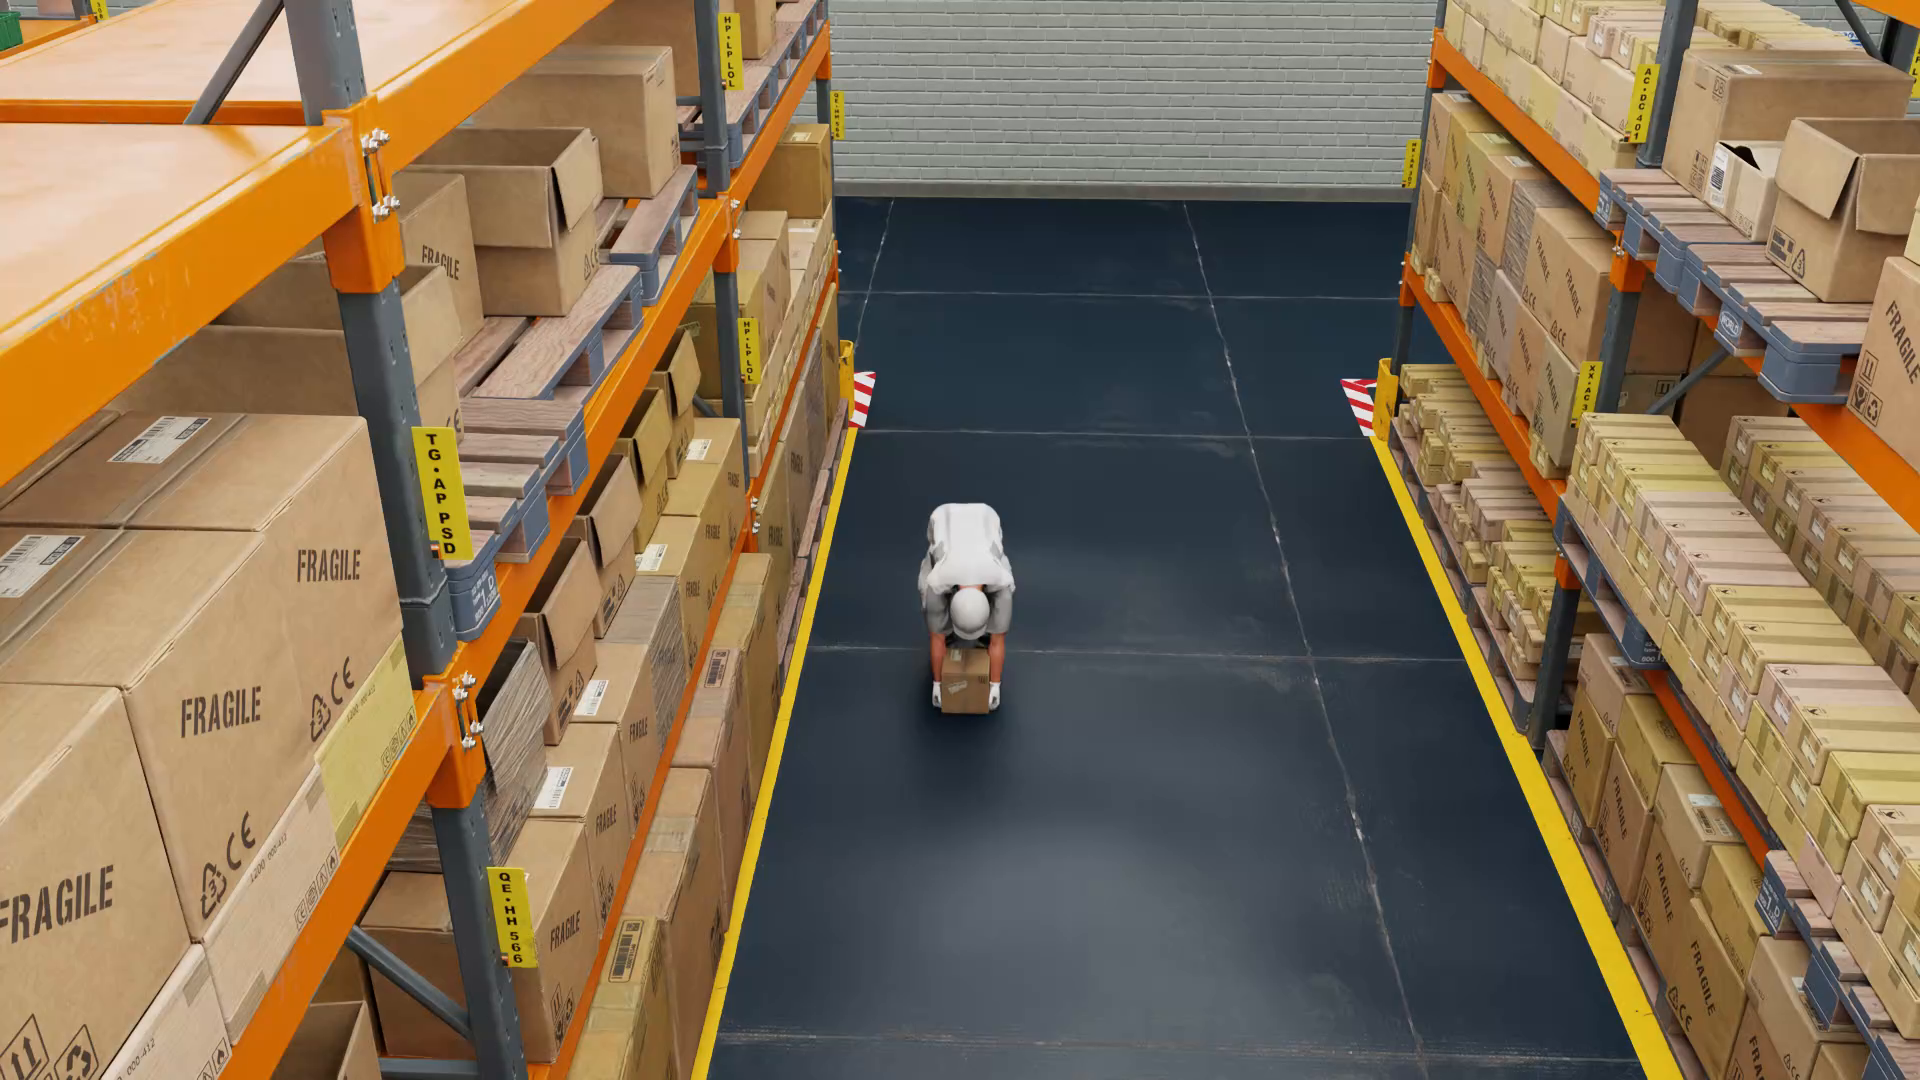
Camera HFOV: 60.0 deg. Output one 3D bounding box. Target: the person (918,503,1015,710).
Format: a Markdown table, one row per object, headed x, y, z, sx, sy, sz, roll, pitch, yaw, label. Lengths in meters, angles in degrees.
| x | y | z | sx | sy | sz | roll | pitch | yaw | label |
| --- | --- | --- | --- | --- | --- | --- | --- | --- | --- |
| 0.036 | 0.343 | 8.890 | 0.521 | 0.925 | 0.954 | 0 | 28 | 0 | person |
